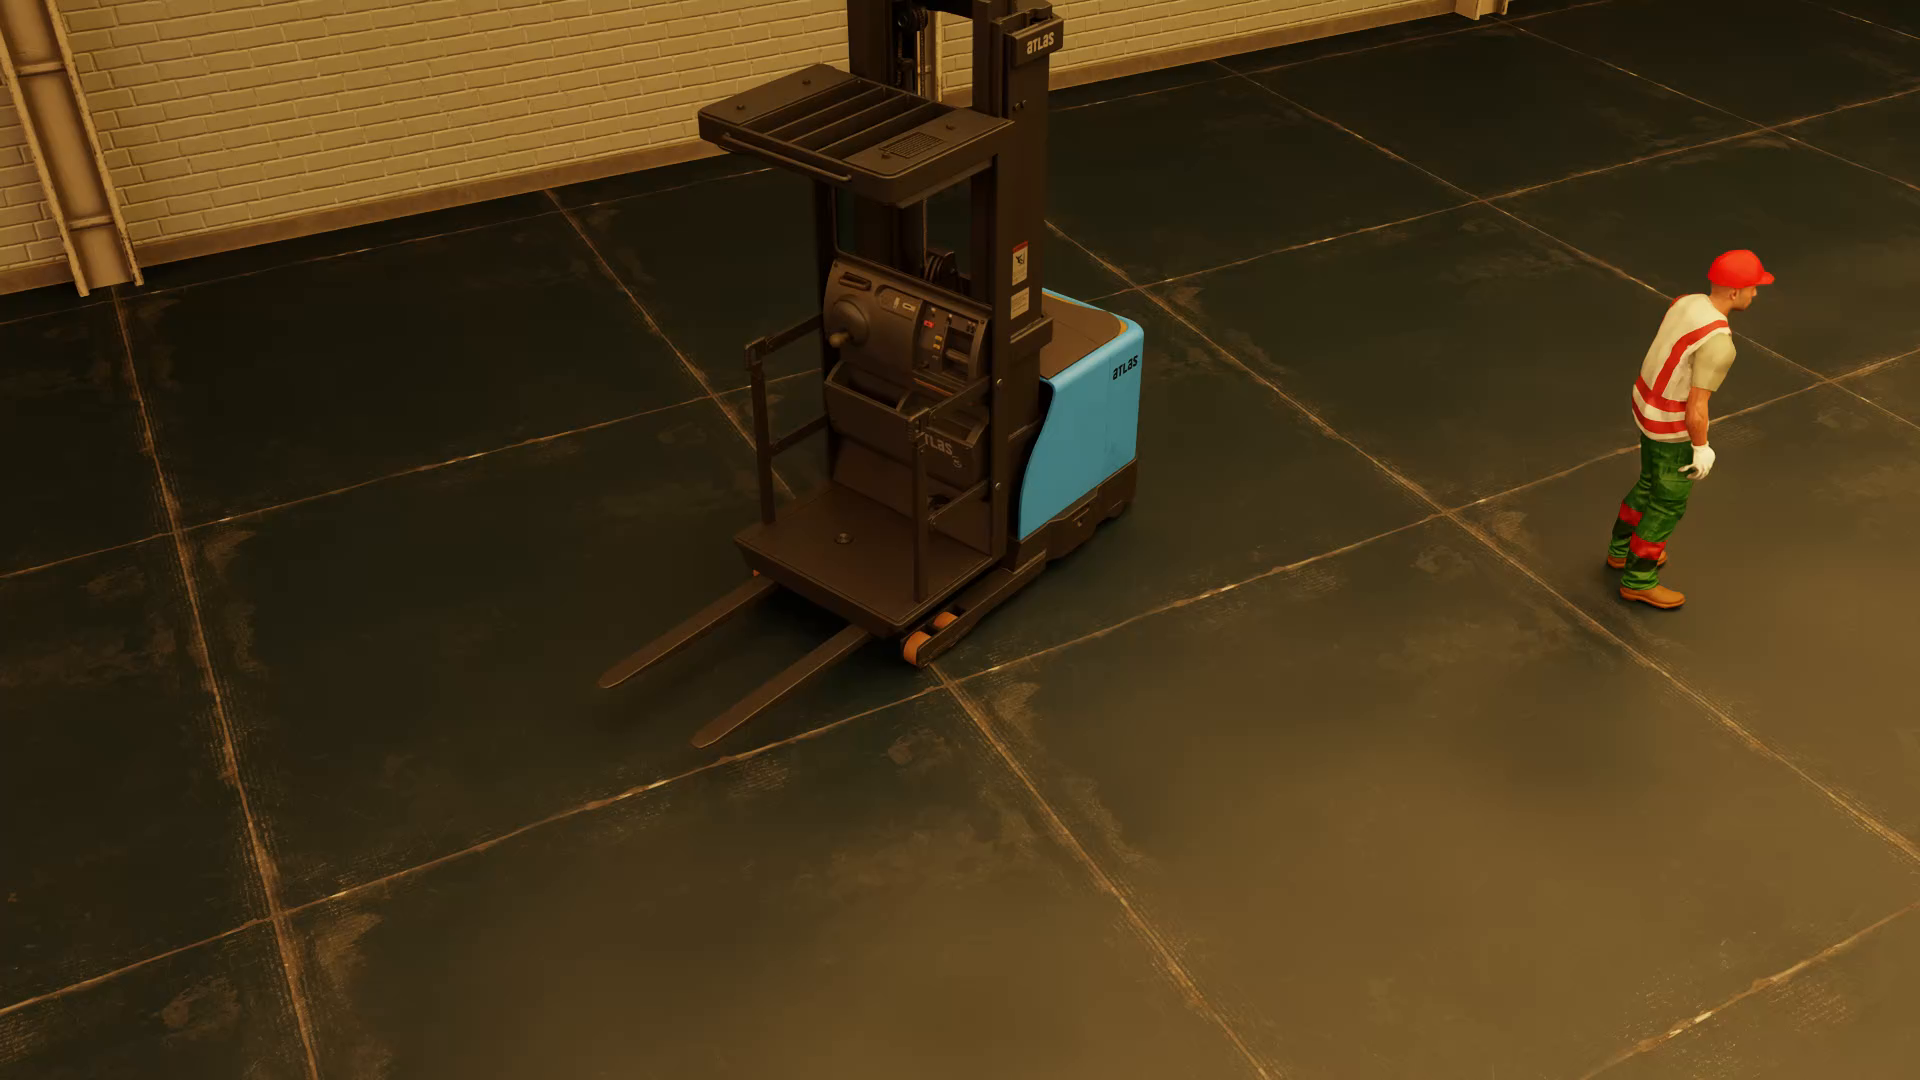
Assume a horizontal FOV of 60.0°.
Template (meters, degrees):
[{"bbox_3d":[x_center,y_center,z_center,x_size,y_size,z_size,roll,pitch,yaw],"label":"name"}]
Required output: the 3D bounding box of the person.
[{"bbox_3d":[3.422,-0.541,7.889,0.453,1.779,0.608,4,35,5],"label":"person"}]

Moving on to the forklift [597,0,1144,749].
[{"bbox_3d":[-0.390,-0.927,7.434,1.130,2.935,3.031,26,43,31],"label":"forklift"}]
